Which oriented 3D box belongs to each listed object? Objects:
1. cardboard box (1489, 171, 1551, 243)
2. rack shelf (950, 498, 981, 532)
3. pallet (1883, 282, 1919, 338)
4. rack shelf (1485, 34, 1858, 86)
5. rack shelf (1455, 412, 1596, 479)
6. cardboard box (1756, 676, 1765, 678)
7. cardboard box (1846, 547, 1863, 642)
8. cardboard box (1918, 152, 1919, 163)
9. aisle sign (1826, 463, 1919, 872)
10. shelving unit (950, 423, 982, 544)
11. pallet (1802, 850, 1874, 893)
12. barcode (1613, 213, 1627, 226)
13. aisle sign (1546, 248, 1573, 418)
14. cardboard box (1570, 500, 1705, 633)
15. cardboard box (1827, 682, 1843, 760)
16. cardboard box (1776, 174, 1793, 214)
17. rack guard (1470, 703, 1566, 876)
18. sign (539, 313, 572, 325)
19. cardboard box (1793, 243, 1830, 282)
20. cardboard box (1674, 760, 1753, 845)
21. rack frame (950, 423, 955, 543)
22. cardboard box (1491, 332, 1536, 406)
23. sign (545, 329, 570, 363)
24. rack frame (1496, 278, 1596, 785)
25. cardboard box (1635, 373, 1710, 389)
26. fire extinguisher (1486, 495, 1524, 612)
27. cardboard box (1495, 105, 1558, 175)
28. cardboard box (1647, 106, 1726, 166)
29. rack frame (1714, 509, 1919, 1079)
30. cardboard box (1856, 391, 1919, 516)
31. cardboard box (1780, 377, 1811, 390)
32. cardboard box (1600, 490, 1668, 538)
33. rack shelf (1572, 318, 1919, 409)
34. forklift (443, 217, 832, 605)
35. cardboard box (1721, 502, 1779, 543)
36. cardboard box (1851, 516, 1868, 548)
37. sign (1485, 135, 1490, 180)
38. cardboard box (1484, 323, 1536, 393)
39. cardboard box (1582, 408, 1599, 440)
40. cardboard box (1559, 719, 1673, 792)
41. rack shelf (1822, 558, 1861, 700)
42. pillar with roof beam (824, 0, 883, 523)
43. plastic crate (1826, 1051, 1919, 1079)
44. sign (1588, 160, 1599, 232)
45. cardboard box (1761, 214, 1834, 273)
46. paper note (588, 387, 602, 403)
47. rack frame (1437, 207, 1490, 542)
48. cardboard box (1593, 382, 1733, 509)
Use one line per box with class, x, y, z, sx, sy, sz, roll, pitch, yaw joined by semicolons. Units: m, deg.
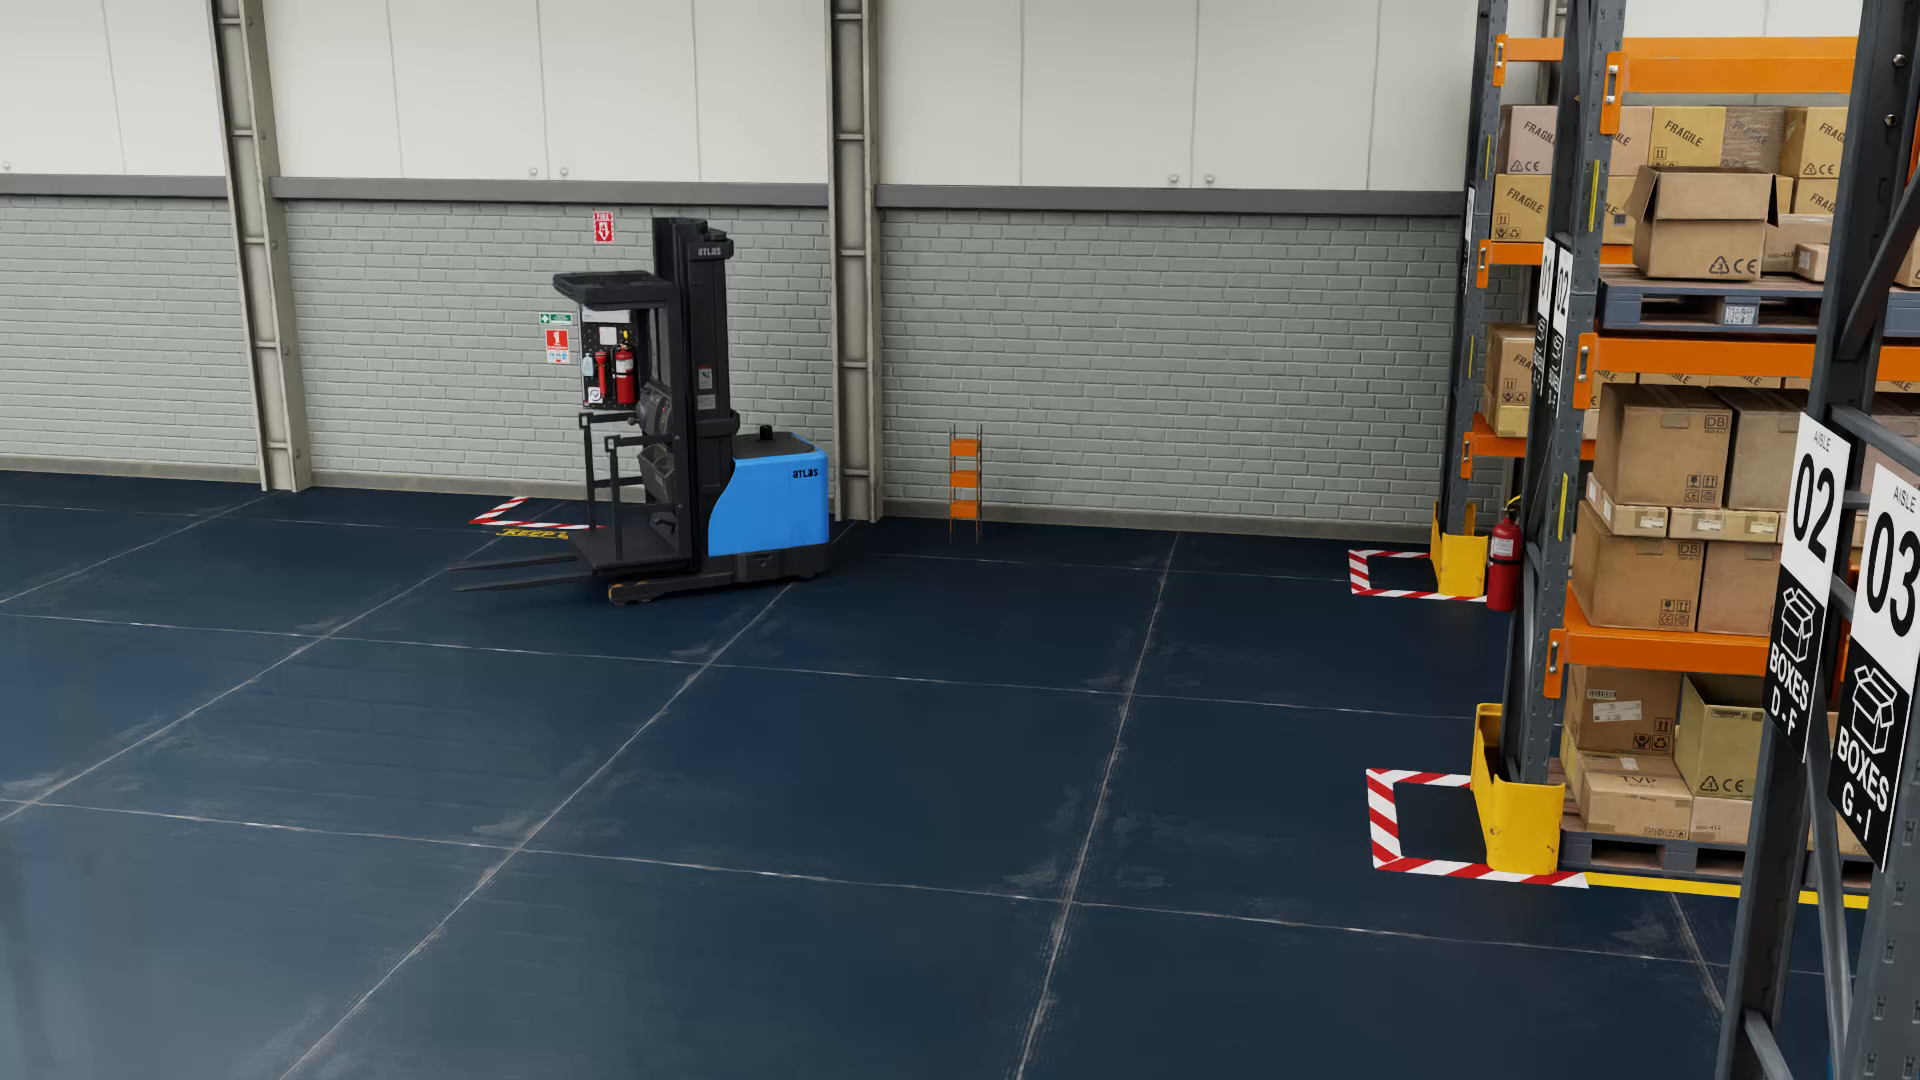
cardboard box;4.346;-2.569;12.803;0.500;0.500;0.500;4;16;13
rack shelf;0.052;-0.225;14.919;0.240;0.259;0.215;3;16;11
pallet;4.972;-1.147;8.059;1.213;0.211;1.003;3;16;11
rack shelf;6.028;-3.585;12.431;4.000;0.370;1.077;3;16;11
rack shelf;6.028;-0.695;13.231;4.000;0.370;1.077;3;16;11
cardboard box;4.653;0.909;9.051;0.500;0.500;0.500;3;16;11
cardboard box;4.541;0.182;8.528;0.500;0.500;0.700;3;16;11
cardboard box;6.901;-2.903;12.137;0.500;0.500;0.500;4;16;14
aisle sign;1.965;0.263;3.553;0.004;0.787;0.394;3;16;11
shelving unit;0.052;-0.503;14.842;0.252;1.050;0.215;3;16;11
pallet;5.035;1.587;8.869;1.213;0.211;1.003;3;16;11
barcode;3.477;-1.688;8.760;0.075;0.075;0.001;3;16;11
aisle sign;2.960;-1.029;8.217;0.004;0.787;0.394;3;16;11
cardboard box;3.540;0.128;8.725;0.500;0.500;0.700;3;16;11
cardboard box;4.549;1.045;8.560;0.500;0.500;0.500;3;16;11
cardboard box;5.904;-2.481;12.487;0.500;0.500;0.500;4;16;15
rack guard;3.062;1.351;9.179;0.348;0.500;1.175;3;16;11
sign;-3.885;-2.125;15.983;0.331;0.109;0.001;3;16;11
cardboard box;4.203;-1.338;8.006;0.250;0.149;0.380;3;16;11
cardboard box;4.057;1.383;8.746;0.500;0.250;0.500;3;16;11
rack frame;-0.067;-0.510;14.865;0.008;1.050;0.200;3;16;11
cardboard box;4.477;-1.343;13.061;0.500;0.500;0.500;3;16;11
sign;-3.888;-1.872;16.063;0.234;0.329;0.001;3;16;11
rack frame;3.085;0.148;8.840;0.127;3.000;1.000;3;16;11
cardboard box;5.464;-1.285;12.852;0.500;0.500;0.500;3;16;9
fire extinguisher;3.062;0.057;9.312;0.183;0.674;0.296;3;16;11
cardboard box;4.398;-3.050;12.666;0.500;0.500;0.500;2;16;7
cardboard box;5.384;-2.986;12.434;0.500;0.500;0.500;4;16;13
rack frame;2.094;1.443;4.163;0.127;3.000;1.000;3;16;11
cardboard box;4.602;-0.442;8.350;0.500;0.500;0.700;3;16;11
cardboard box;6.482;-1.233;12.664;0.500;0.500;0.500;3;16;9
cardboard box;3.427;-0.136;8.462;0.250;0.149;0.380;3;16;11
rack shelf;5.045;-0.845;8.152;4.000;0.370;1.077;3;16;11
forklift;-2.635;-1.056;13.314;3.031;2.935;1.130;-7;17;-23
cardboard box;3.930;-0.109;8.364;0.250;0.149;0.380;3;16;11
cardboard box;4.439;-0.082;8.265;0.250;0.149;0.380;3;16;9
sign;3.961;-2.873;12.490;0.005;0.325;0.100;3;16;11
cardboard box;4.573;-1.478;13.547;0.500;0.500;0.500;3;16;10
cardboard box;4.995;-0.953;13.057;0.500;0.250;0.500;3;16;9
cardboard box;3.669;1.221;9.327;0.500;0.250;0.500;3;16;11
rack shelf;4.054;0.451;3.475;4.000;0.370;1.077;3;16;11
pillar with roof beam;-1.811;-3.422;10.488;0.400;9.000;9.100;3;16;11
plastic crate;2.644;1.463;4.370;0.616;0.251;0.499;3;16;11
sign;2.969;-1.613;7.790;0.005;0.325;0.100;3;16;11
cardboard box;4.266;-1.503;8.413;0.500;0.250;0.500;3;16;11
paper note;-3.527;-1.401;16.081;0.142;0.148;0.016;3;16;11
rack frame;4.069;-1.149;13.519;0.127;3.000;1.000;3;16;11
cardboard box;3.592;-0.495;8.542;0.500;0.500;0.700;3;16;11
